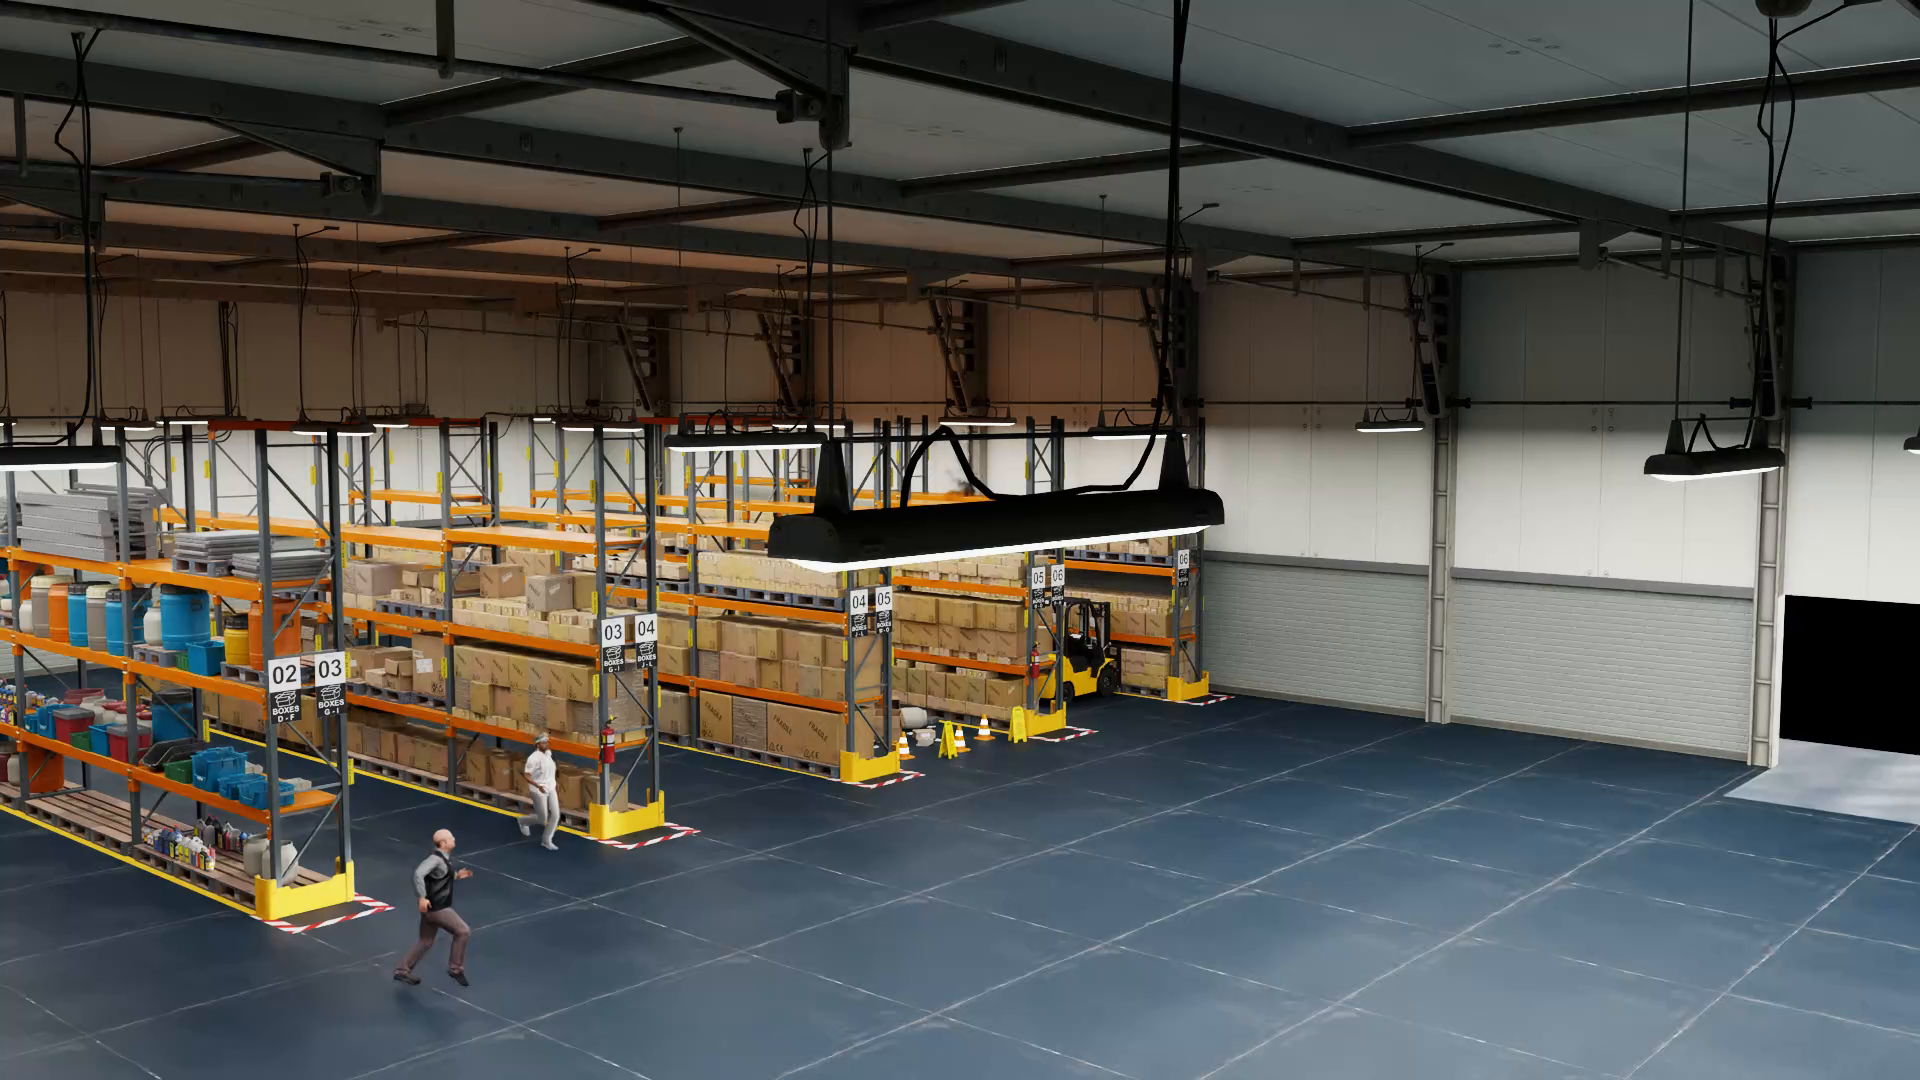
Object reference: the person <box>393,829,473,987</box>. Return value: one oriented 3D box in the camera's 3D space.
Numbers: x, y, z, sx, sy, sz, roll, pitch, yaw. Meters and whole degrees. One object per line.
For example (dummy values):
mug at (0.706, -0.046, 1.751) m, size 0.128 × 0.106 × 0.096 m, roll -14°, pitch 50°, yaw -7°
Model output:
person at (-5.668, 3.996, 17.893) m, size 0.850 × 1.758 × 0.679 m, roll -2°, pitch 5°, yaw -20°

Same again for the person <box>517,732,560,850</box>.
person at (-5.981, 3.556, 23.673) m, size 0.661 × 1.684 × 0.580 m, roll 3°, pitch 5°, yaw 30°
